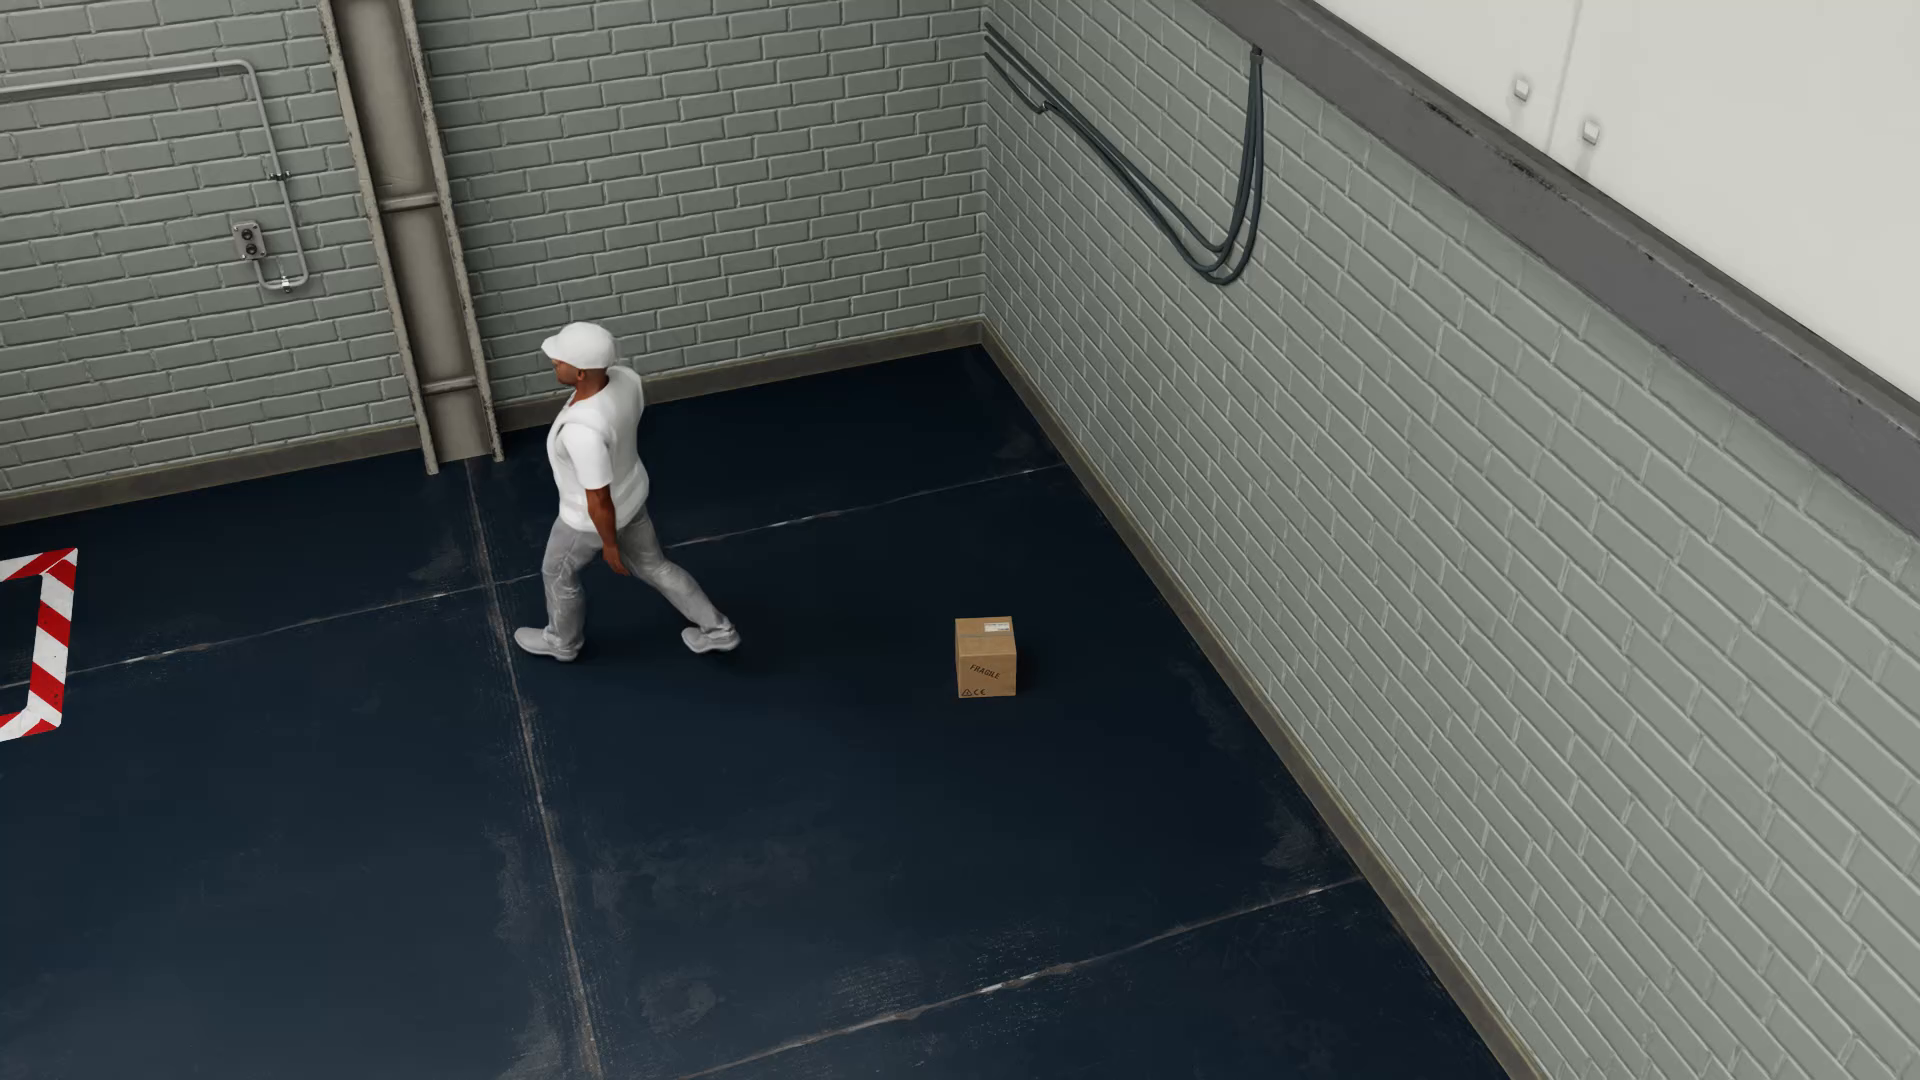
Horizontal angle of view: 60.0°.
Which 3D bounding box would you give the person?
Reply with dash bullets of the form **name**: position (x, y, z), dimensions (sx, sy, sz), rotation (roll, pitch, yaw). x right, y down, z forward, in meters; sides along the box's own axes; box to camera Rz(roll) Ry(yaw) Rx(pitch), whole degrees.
- **person**: position (-1.486, -0.166, 6.983), dimensions (1.041, 1.724, 0.564), rotation (11, 39, 14)
